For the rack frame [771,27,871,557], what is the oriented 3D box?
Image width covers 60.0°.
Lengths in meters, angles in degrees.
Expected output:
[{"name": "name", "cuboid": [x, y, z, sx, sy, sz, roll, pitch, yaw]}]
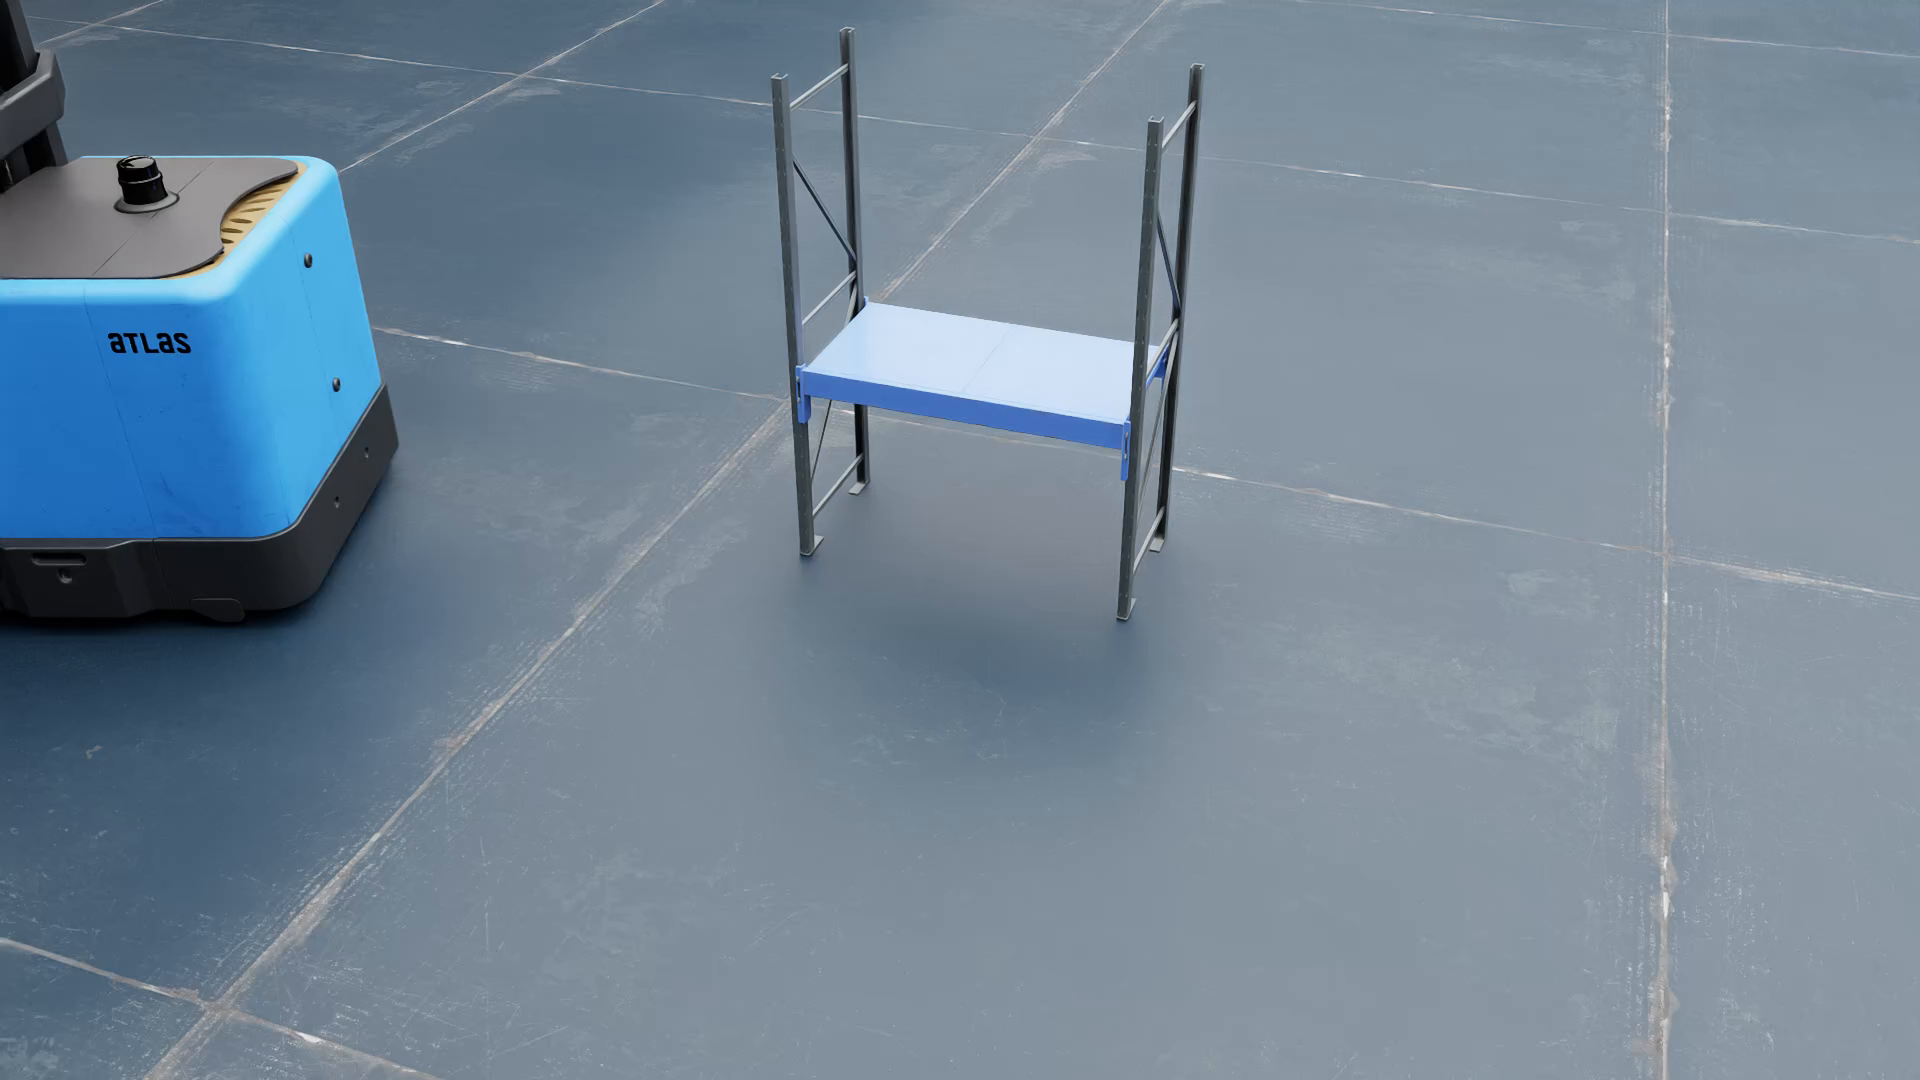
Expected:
[{"name": "rack frame", "cuboid": [-0.398, -0.708, 4.963, 0.032, 1.500, 0.500, 11, 34, 16]}]

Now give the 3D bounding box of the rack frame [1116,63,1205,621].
[{"name": "rack frame", "cuboid": [0.559, -0.521, 4.675, 0.032, 1.500, 0.500, 11, 34, 16]}]

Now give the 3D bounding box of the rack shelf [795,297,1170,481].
[{"name": "rack shelf", "cuboid": [0.080, -0.463, 4.917, 1.000, 0.185, 0.538, 11, 34, 16]}]

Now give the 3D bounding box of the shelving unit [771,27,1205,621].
[{"name": "shelving unit", "cuboid": [0.080, -0.614, 4.819, 1.048, 1.500, 0.538, 11, 34, 16]}]

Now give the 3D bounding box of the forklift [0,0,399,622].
[{"name": "forklift", "cuboid": [-3.405, -1.251, 4.486, 3.031, 2.935, 1.130, 0, 33, 0]}]
